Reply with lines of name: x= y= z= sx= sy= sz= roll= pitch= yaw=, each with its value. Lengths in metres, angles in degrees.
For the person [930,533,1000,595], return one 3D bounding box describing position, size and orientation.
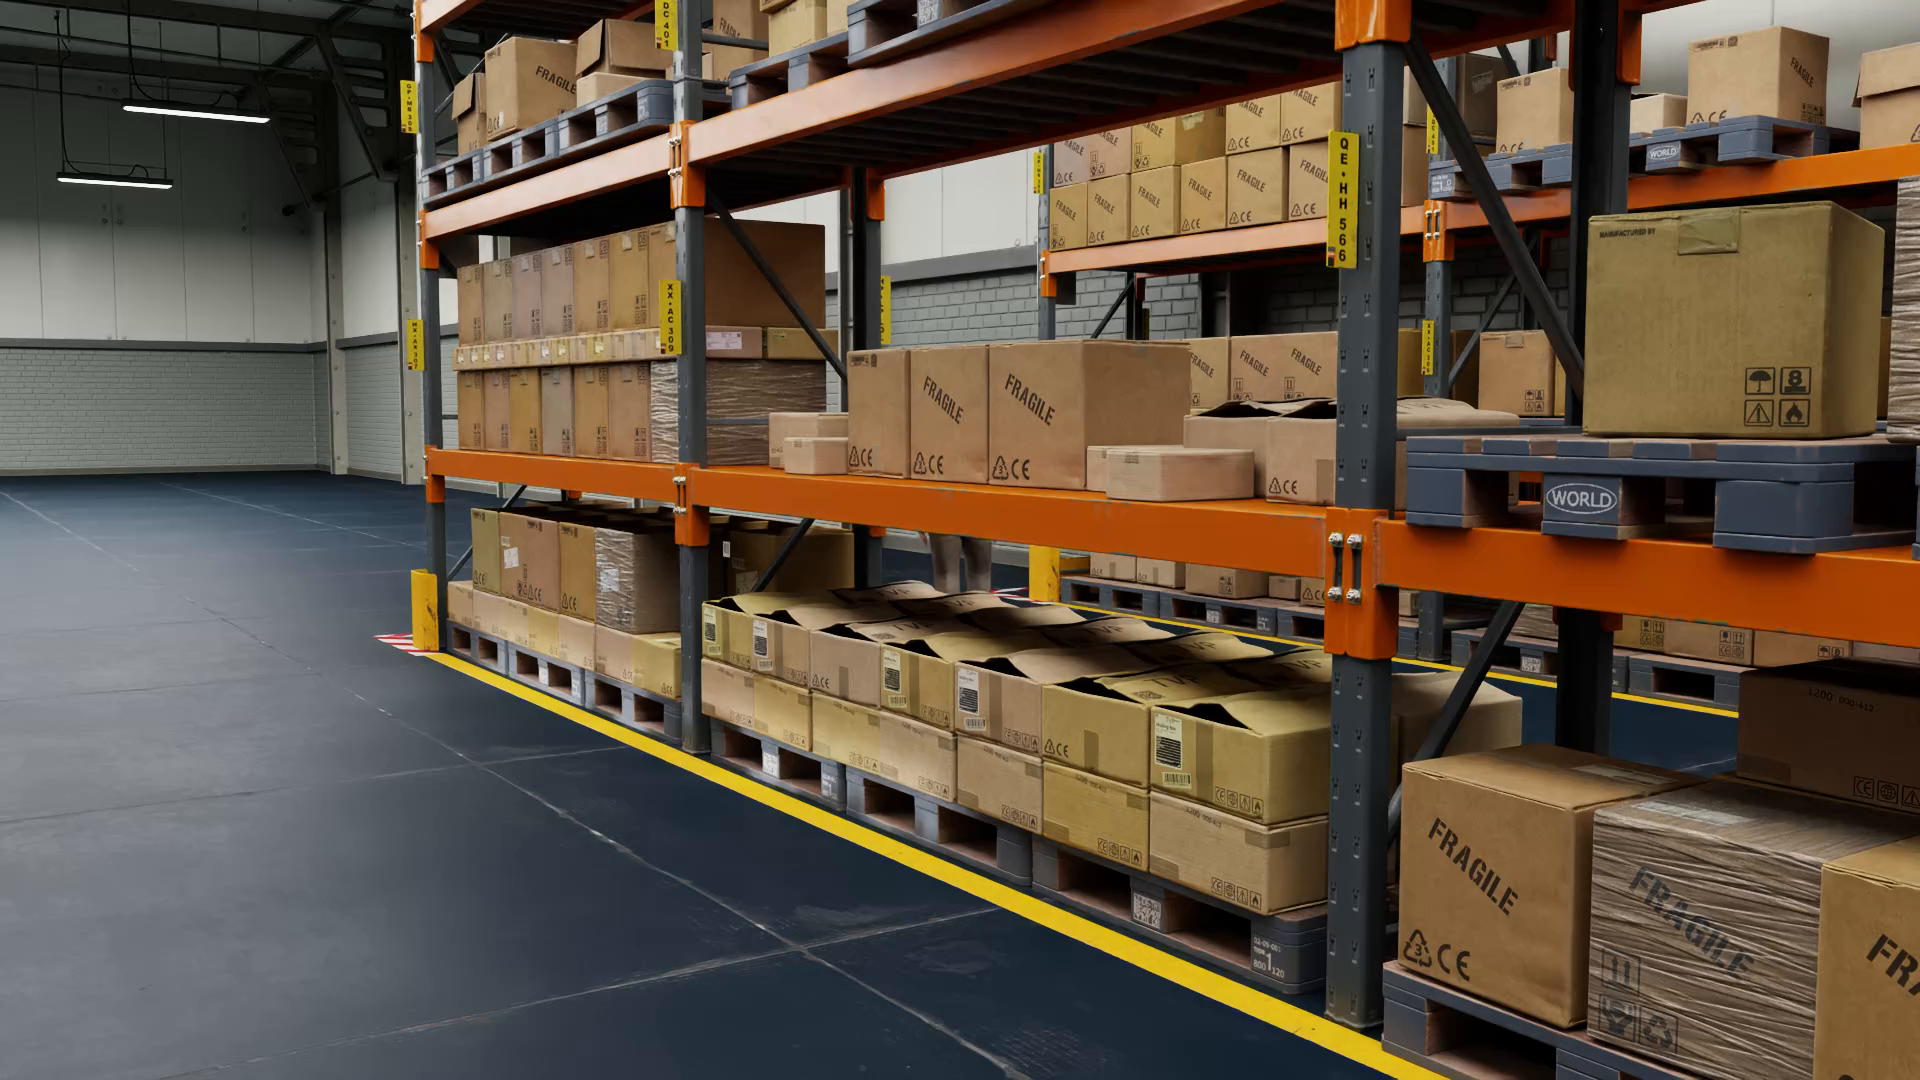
person: x=0.044 y=-0.156 z=10.775 sx=0.537 sy=1.727 sz=0.649 roll=-1 pitch=5 yaw=-8
